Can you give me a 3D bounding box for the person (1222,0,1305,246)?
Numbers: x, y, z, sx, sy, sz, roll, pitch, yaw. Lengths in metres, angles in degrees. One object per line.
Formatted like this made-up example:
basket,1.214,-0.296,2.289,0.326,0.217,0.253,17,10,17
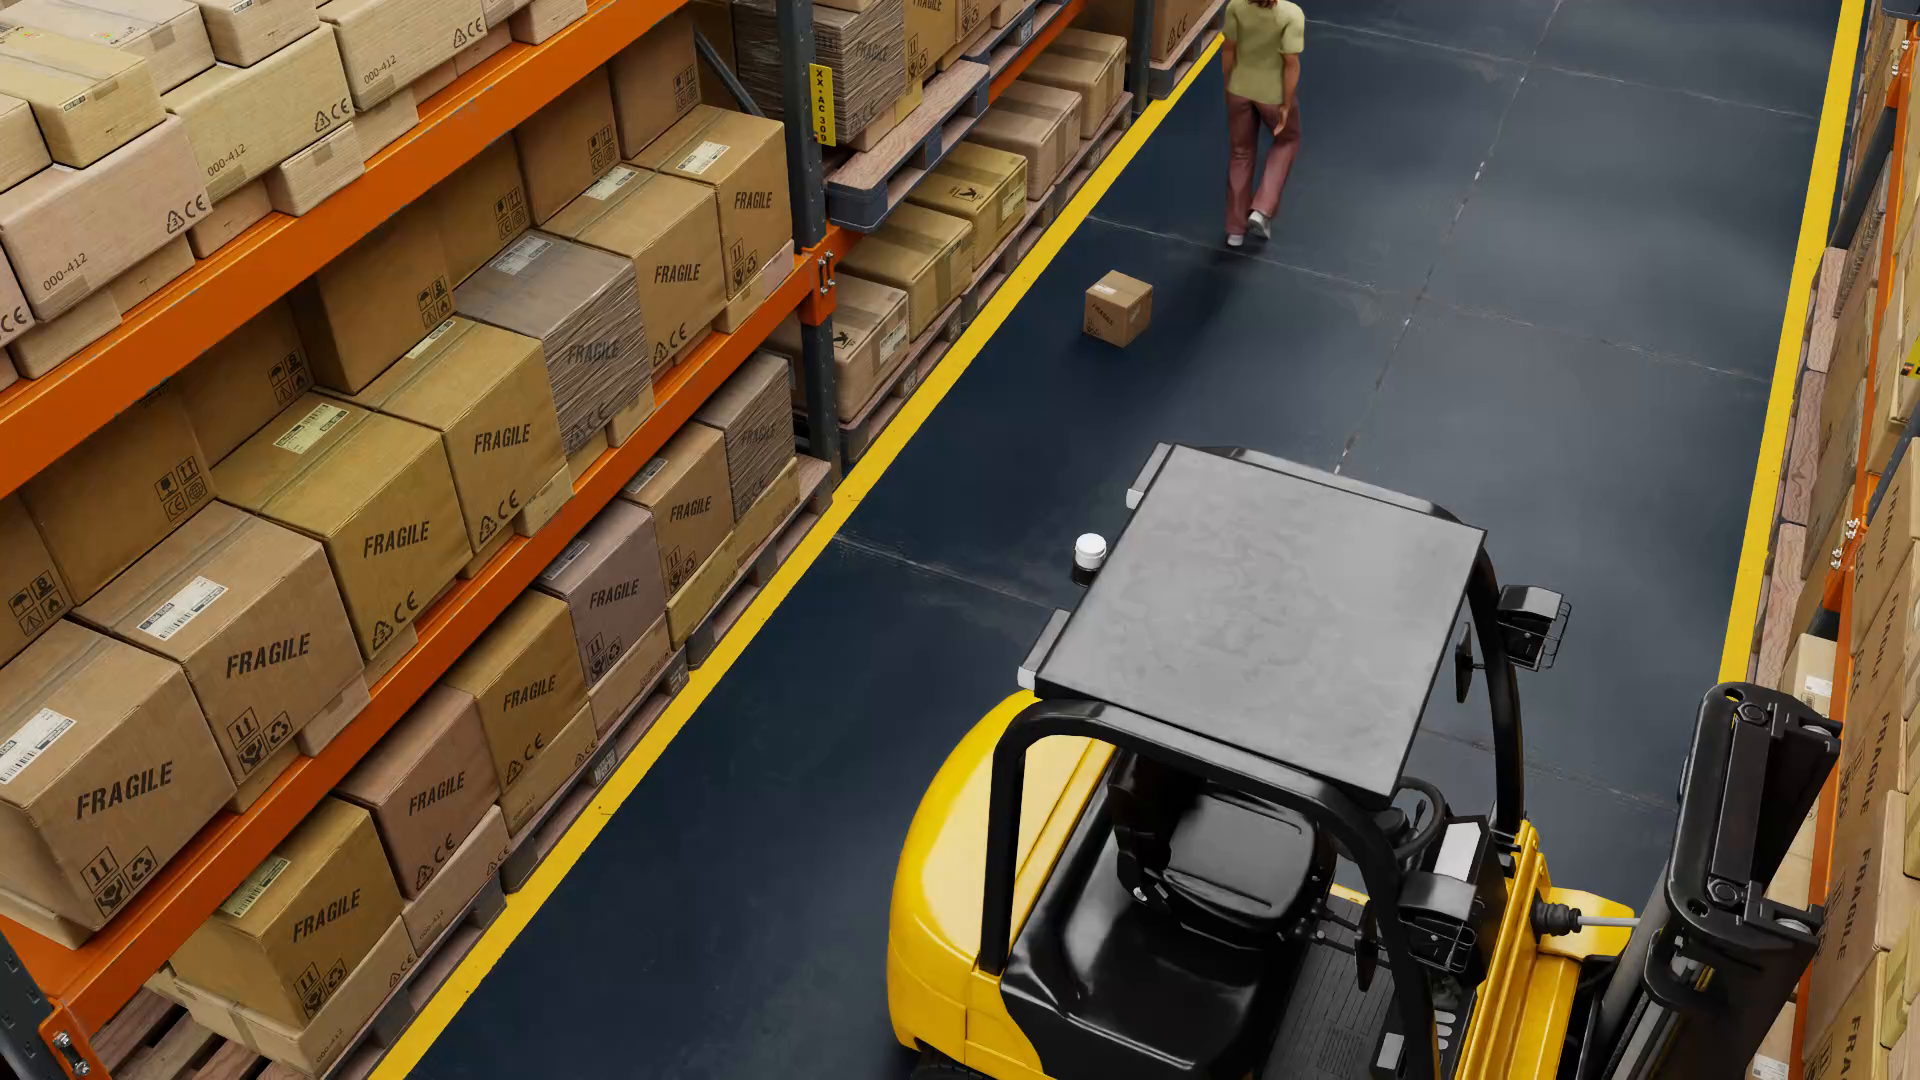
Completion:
person,1.572,-2.328,8.719,0.444,1.677,0.463,17,45,18
